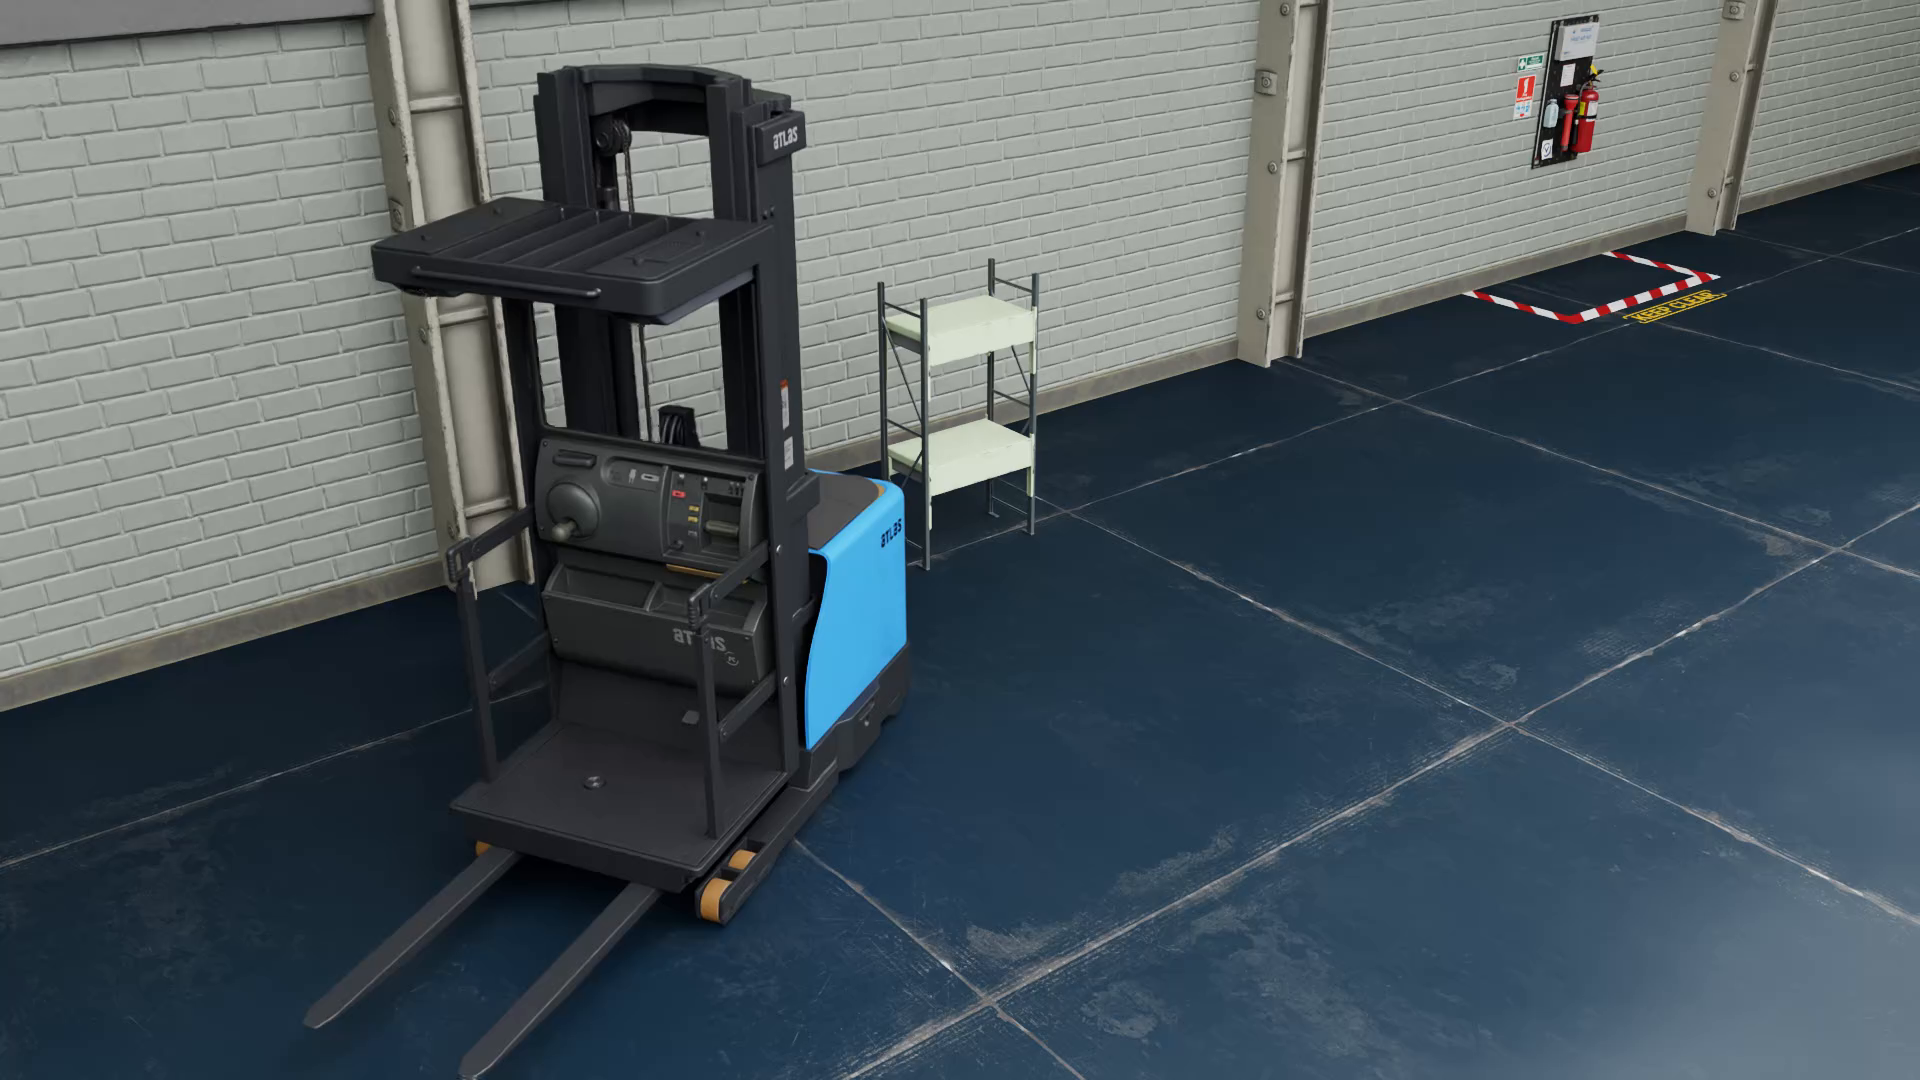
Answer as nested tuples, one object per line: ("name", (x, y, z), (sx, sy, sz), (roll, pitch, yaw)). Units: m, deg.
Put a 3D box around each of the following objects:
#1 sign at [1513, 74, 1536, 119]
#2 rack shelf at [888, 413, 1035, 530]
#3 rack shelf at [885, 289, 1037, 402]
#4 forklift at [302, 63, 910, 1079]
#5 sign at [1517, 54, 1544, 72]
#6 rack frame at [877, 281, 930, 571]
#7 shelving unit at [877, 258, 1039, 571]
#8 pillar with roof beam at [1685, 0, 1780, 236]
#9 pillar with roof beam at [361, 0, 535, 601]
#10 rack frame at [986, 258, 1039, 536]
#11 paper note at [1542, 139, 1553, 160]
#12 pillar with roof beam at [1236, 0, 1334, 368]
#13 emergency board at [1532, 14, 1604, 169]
("sign", (4.501, -3.533, 13.257), (0.234, 0.329, 0.001), (-18, 31, -34))
("rack shelf", (-0.005, -0.383, 9.068), (0.720, 0.370, 0.431), (-18, 31, -34))
("rack shelf", (-0.005, -1.033, 8.766), (0.720, 0.370, 0.431), (-18, 31, -34))
("forklift", (-1.249, -0.106, 5.996), (1.130, 2.935, 3.031), (10, 27, 20))
("sign", (4.510, -3.772, 13.142), (0.331, 0.109, 0.001), (-18, 31, -34))
("rack frame", (-0.293, -0.583, 8.726), (0.023, 1.500, 0.400), (-18, 31, -34))
("shelving unit", (-0.005, -0.679, 8.931), (0.755, 1.500, 0.431), (-18, 31, -34))
("pillar with roof beam", (9.624, -5.551, 10.520), (0.400, 9.000, 9.100), (-18, 31, -34))
("pillar with roof beam", (0.181, -2.433, 3.804), (0.400, 9.000, 9.100), (-18, 31, -34))
("rack frame", (0.283, -0.774, 9.135), (0.023, 1.500, 0.400), (-18, 31, -34))
("paper note", (4.818, -3.204, 13.636), (0.142, 0.148, 0.016), (-18, 31, -34))
("pillar with roof beam", (4.903, -3.992, 7.162), (0.400, 9.000, 9.100), (-18, 31, -34))
("emergency board", (5.000, -3.626, 13.500), (0.643, 1.169, 0.194), (-18, 31, -34))
